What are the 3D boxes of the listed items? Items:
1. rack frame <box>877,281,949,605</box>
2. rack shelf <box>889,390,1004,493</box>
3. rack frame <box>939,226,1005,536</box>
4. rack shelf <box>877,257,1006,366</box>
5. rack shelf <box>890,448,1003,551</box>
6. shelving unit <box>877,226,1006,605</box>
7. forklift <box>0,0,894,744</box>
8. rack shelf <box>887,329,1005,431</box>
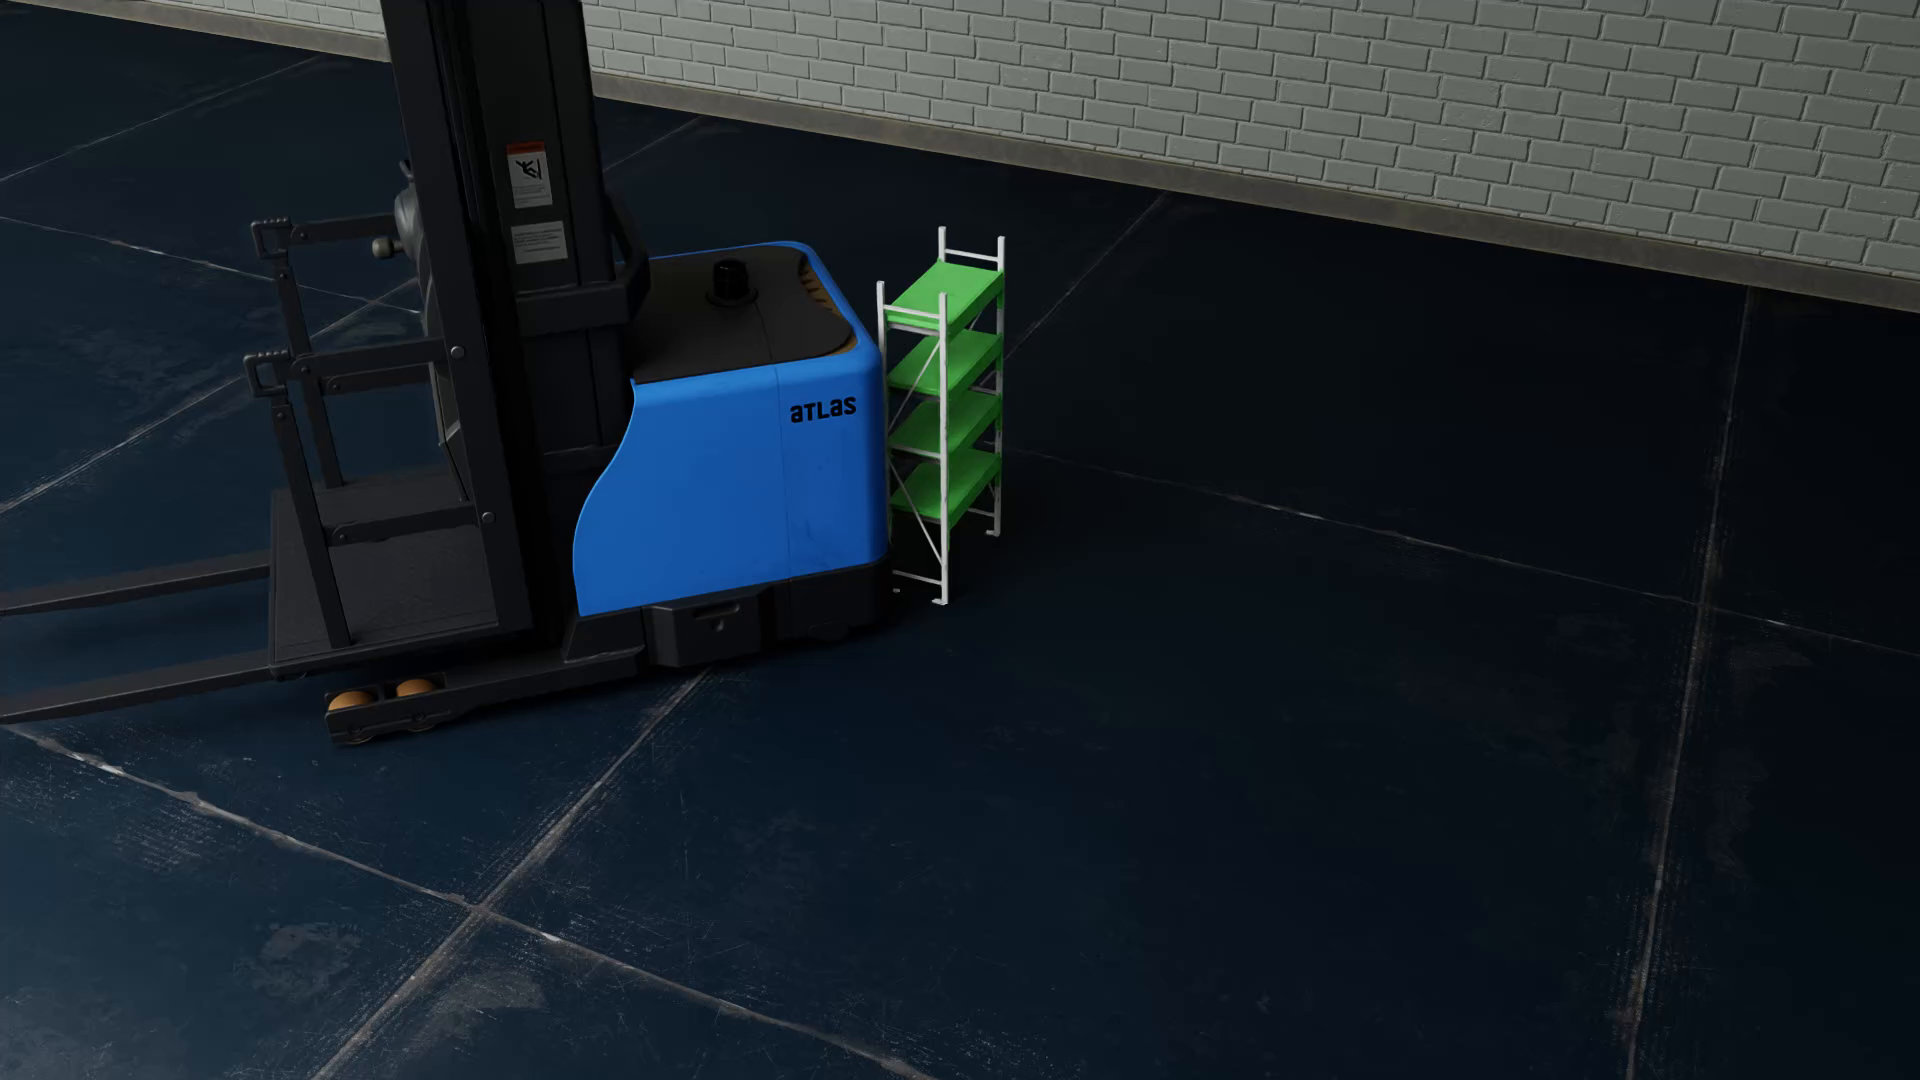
[{"bbox_3d":[-0.154,-0.300,5.613,0.240,1.200,0.015,13,36,19],"label":"rack frame"},{"bbox_3d":[-0.057,-0.369,5.836,0.258,0.148,0.480,13,36,19],"label":"rack shelf"},{"bbox_3d":[0.040,-0.546,5.988,0.240,1.200,0.015,13,36,19],"label":"rack frame"},{"bbox_3d":[-0.057,-0.771,5.572,0.258,0.148,0.480,13,36,19],"label":"rack shelf"},{"bbox_3d":[-0.057,-0.169,5.967,0.258,0.148,0.480,13,36,19],"label":"rack shelf"},{"bbox_3d":[-0.057,-0.423,5.801,0.258,1.200,0.503,13,36,19],"label":"shelving unit"},{"bbox_3d":[-1.805,-0.906,4.958,3.031,2.935,1.130,-10,35,-15],"label":"forklift"},{"bbox_3d":[-0.057,-0.570,5.704,0.258,0.148,0.480,13,36,19],"label":"rack shelf"}]
